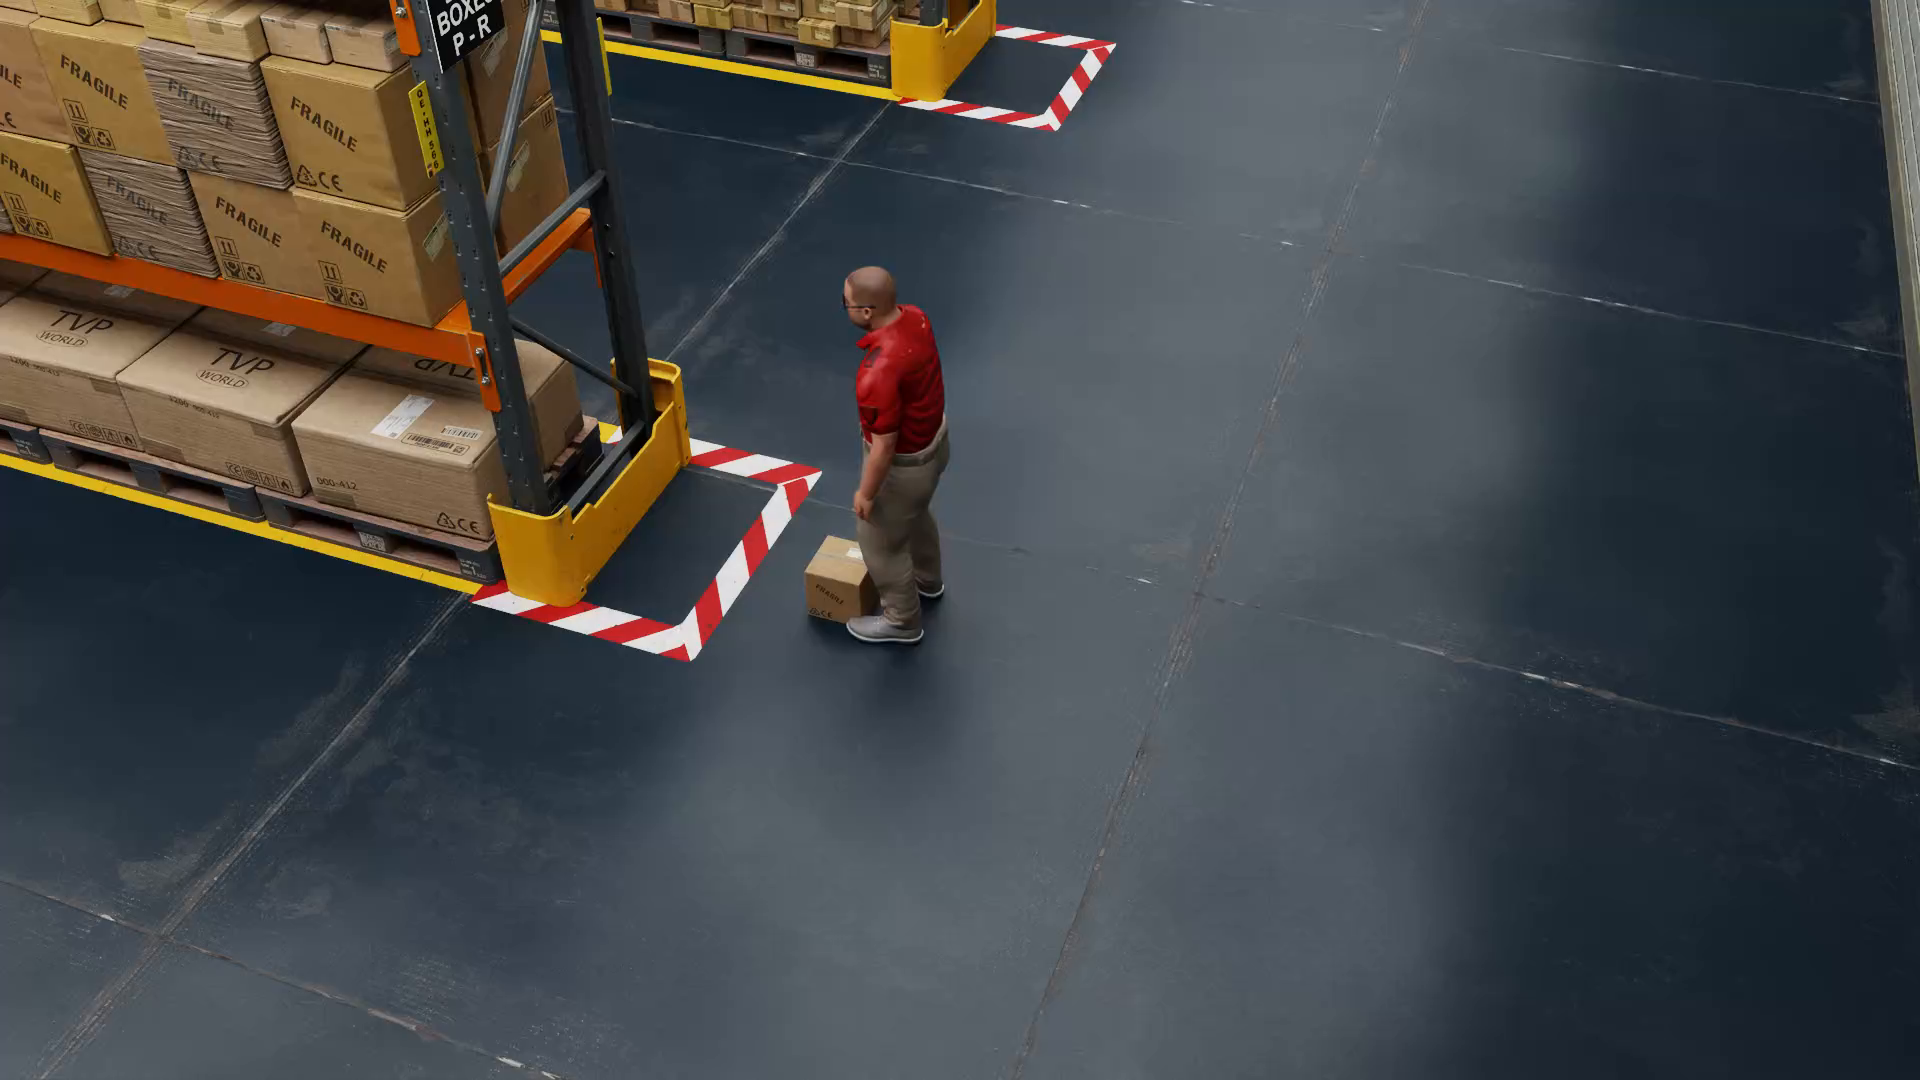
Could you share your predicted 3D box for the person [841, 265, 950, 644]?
[{"bbox_3d":[-0.253,-0.325,6.539,0.386,1.726,0.594,13,43,14],"label":"person"}]
